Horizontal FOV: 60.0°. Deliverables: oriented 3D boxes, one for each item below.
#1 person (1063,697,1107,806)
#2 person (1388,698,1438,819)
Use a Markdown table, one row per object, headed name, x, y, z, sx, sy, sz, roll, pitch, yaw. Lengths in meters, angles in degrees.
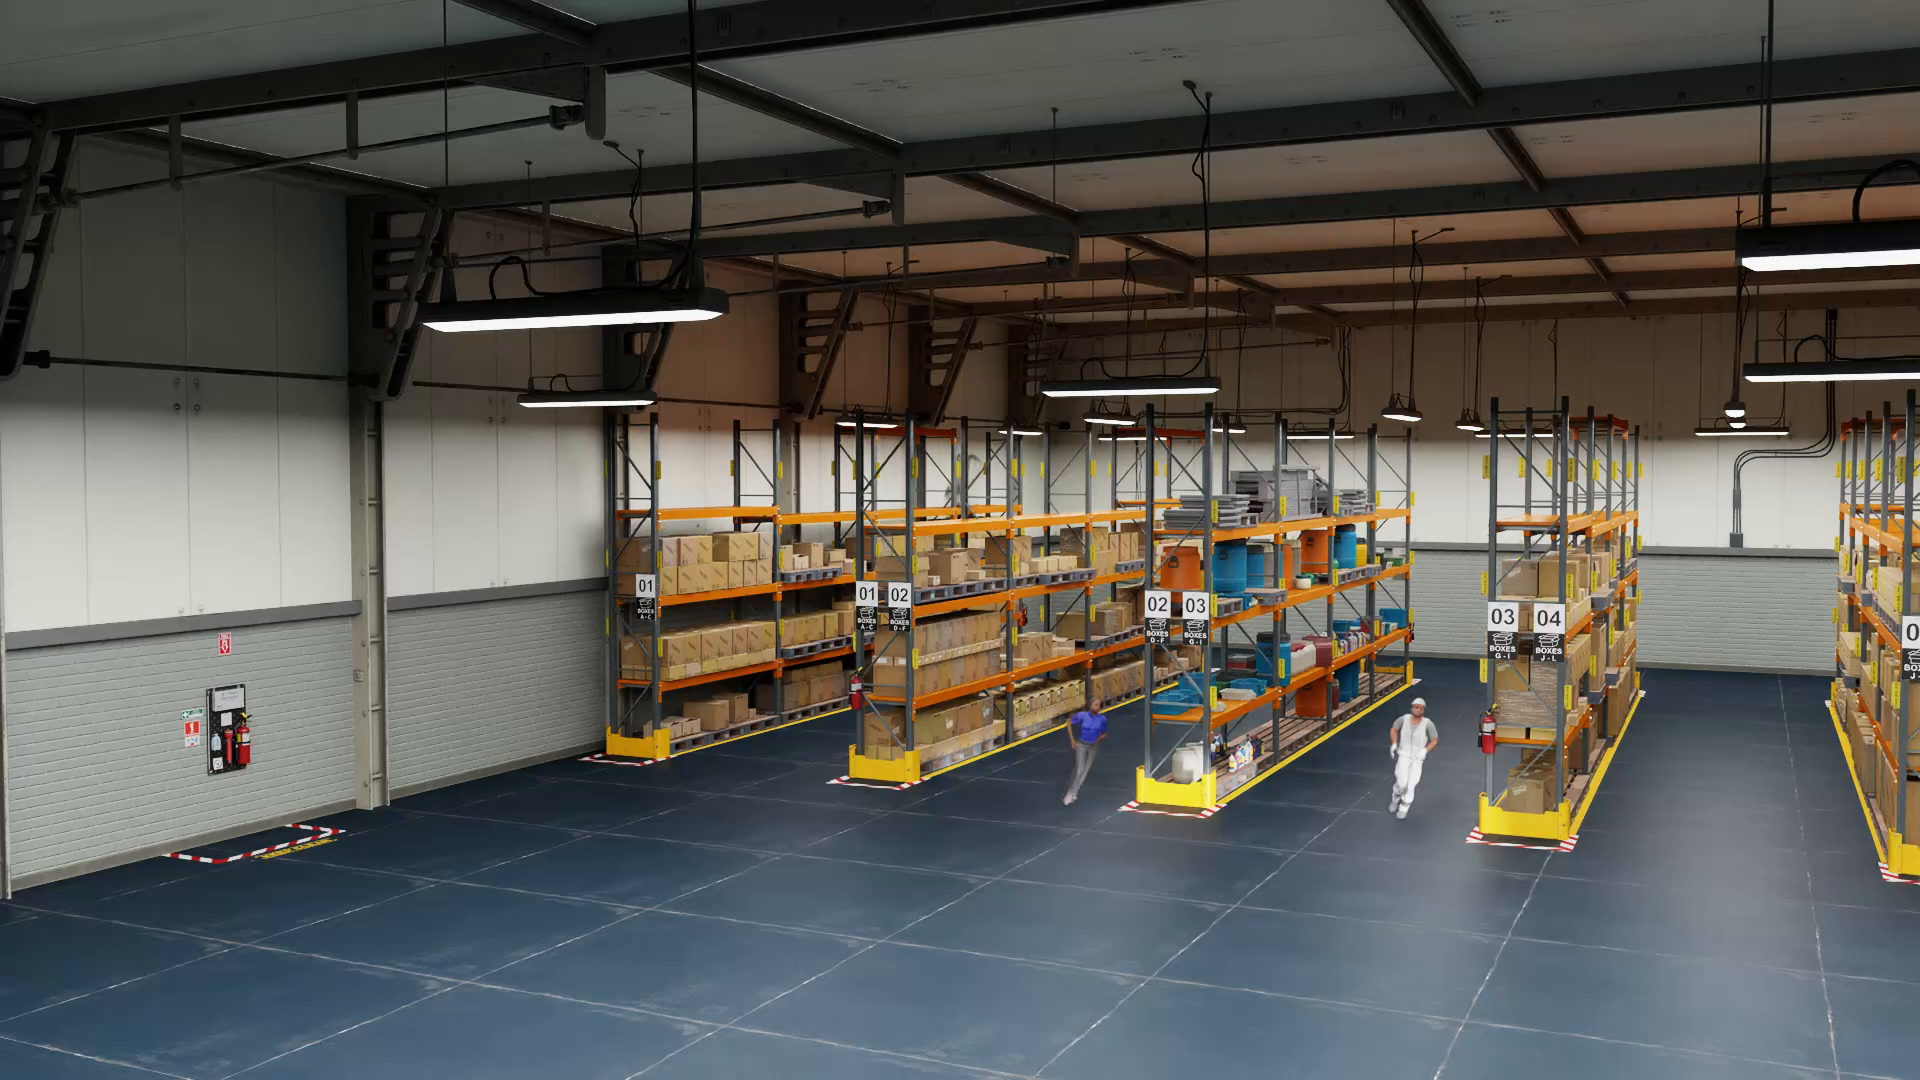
| name | x | y | z | sx | sy | sz | roll | pitch | yaw |
| --- | --- | --- | --- | --- | --- | --- | --- | --- | --- |
| person | 1.869 | 3.162 | 24.953 | 0.693 | 1.624 | 0.683 | -1 | 2 | -12 |
| person | 6.489 | 3.136 | 23.837 | 0.679 | 1.754 | 0.545 | 1 | 3 | 17 |
